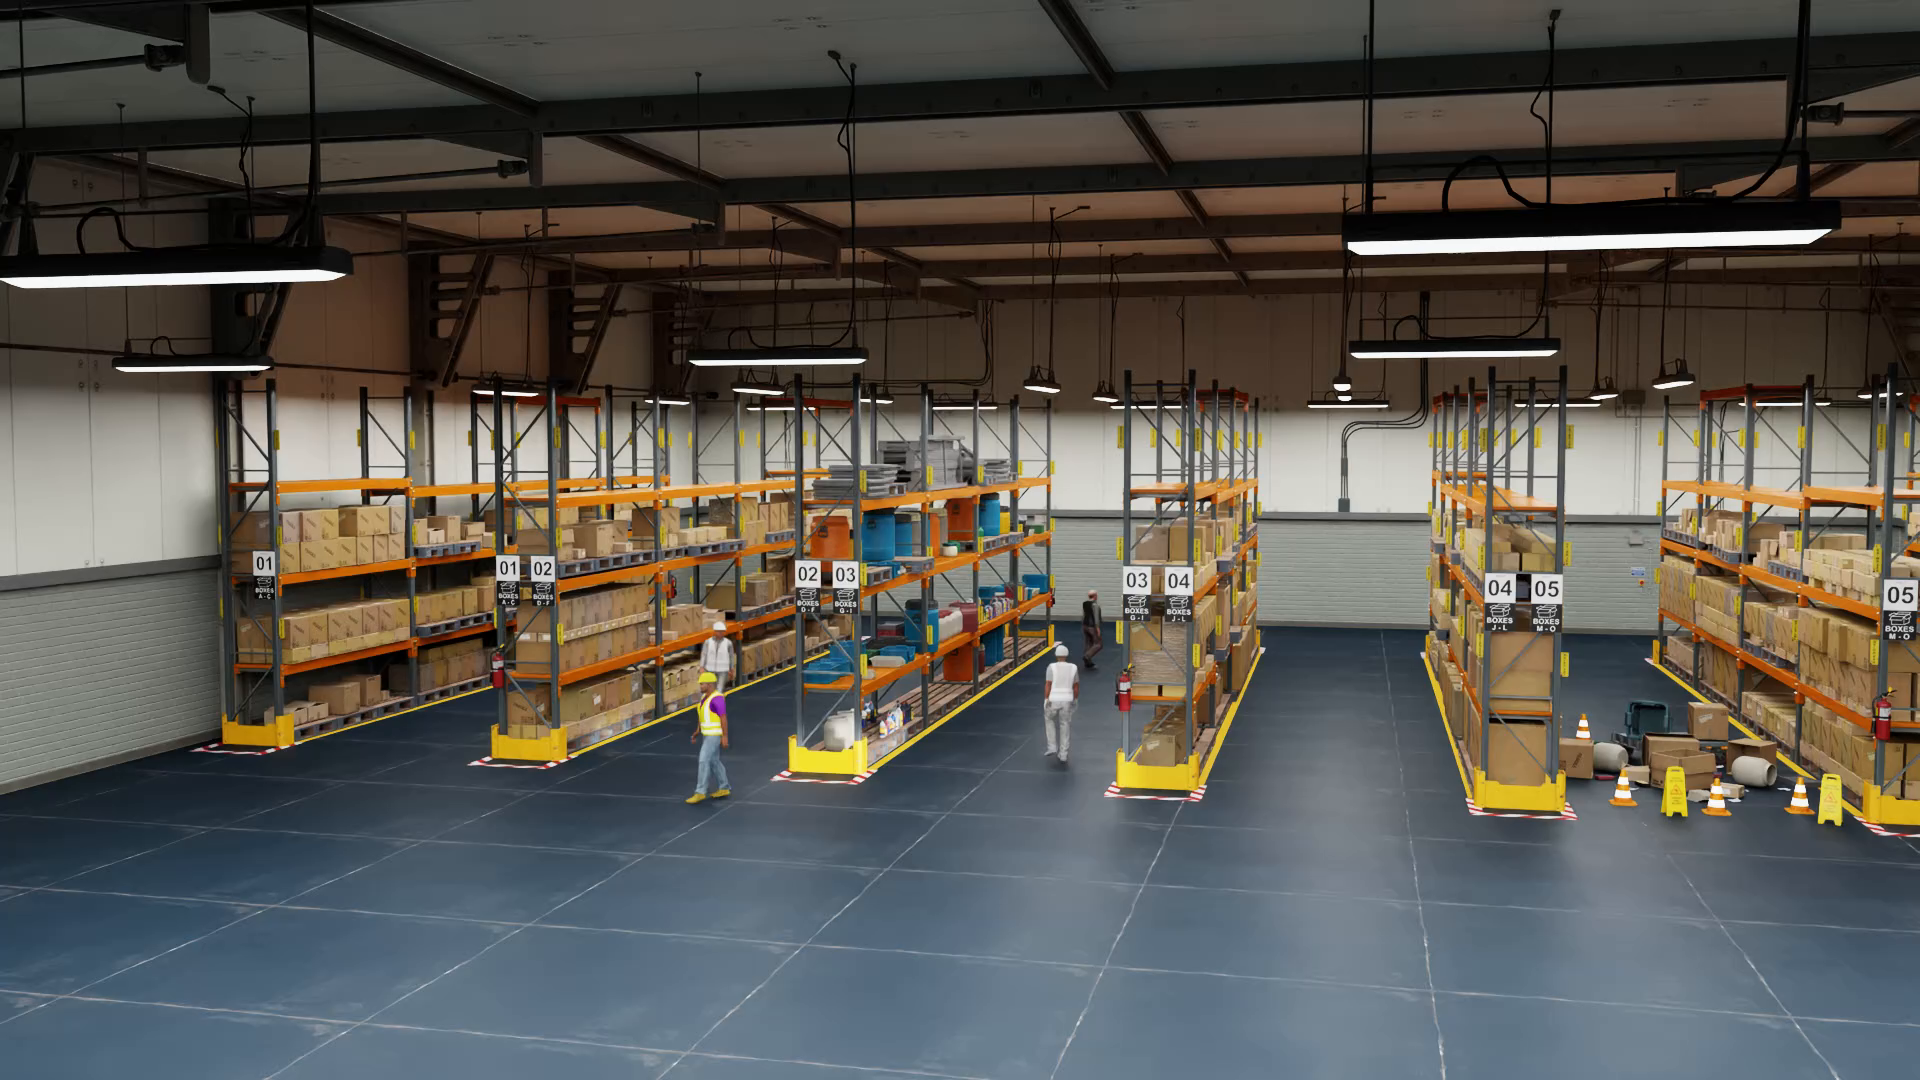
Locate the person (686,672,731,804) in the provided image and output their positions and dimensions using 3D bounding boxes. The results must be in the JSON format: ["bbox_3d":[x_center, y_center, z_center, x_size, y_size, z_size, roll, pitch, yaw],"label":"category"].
[{"bbox_3d":[-3.546,2.728,23.188,0.737,1.757,0.654,-2,4,-24],"label":"person"}]

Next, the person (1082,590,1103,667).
[{"bbox_3d":[2.844,1.949,36.509,0.511,1.718,0.578,-2,4,-29],"label":"person"}]

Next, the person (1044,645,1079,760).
[{"bbox_3d":[1.588,2.548,26.104,0.586,1.791,0.530,0,3,-6],"label":"person"}]

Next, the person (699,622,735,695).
[{"bbox_3d":[-4.361,2.350,29.862,0.612,1.770,0.768,0,3,-3],"label":"person"}]

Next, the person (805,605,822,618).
[{"bbox_3d":[-3.779,1.528,43.026,1.010,1.722,0.513,0,3,4],"label":"person"}]
